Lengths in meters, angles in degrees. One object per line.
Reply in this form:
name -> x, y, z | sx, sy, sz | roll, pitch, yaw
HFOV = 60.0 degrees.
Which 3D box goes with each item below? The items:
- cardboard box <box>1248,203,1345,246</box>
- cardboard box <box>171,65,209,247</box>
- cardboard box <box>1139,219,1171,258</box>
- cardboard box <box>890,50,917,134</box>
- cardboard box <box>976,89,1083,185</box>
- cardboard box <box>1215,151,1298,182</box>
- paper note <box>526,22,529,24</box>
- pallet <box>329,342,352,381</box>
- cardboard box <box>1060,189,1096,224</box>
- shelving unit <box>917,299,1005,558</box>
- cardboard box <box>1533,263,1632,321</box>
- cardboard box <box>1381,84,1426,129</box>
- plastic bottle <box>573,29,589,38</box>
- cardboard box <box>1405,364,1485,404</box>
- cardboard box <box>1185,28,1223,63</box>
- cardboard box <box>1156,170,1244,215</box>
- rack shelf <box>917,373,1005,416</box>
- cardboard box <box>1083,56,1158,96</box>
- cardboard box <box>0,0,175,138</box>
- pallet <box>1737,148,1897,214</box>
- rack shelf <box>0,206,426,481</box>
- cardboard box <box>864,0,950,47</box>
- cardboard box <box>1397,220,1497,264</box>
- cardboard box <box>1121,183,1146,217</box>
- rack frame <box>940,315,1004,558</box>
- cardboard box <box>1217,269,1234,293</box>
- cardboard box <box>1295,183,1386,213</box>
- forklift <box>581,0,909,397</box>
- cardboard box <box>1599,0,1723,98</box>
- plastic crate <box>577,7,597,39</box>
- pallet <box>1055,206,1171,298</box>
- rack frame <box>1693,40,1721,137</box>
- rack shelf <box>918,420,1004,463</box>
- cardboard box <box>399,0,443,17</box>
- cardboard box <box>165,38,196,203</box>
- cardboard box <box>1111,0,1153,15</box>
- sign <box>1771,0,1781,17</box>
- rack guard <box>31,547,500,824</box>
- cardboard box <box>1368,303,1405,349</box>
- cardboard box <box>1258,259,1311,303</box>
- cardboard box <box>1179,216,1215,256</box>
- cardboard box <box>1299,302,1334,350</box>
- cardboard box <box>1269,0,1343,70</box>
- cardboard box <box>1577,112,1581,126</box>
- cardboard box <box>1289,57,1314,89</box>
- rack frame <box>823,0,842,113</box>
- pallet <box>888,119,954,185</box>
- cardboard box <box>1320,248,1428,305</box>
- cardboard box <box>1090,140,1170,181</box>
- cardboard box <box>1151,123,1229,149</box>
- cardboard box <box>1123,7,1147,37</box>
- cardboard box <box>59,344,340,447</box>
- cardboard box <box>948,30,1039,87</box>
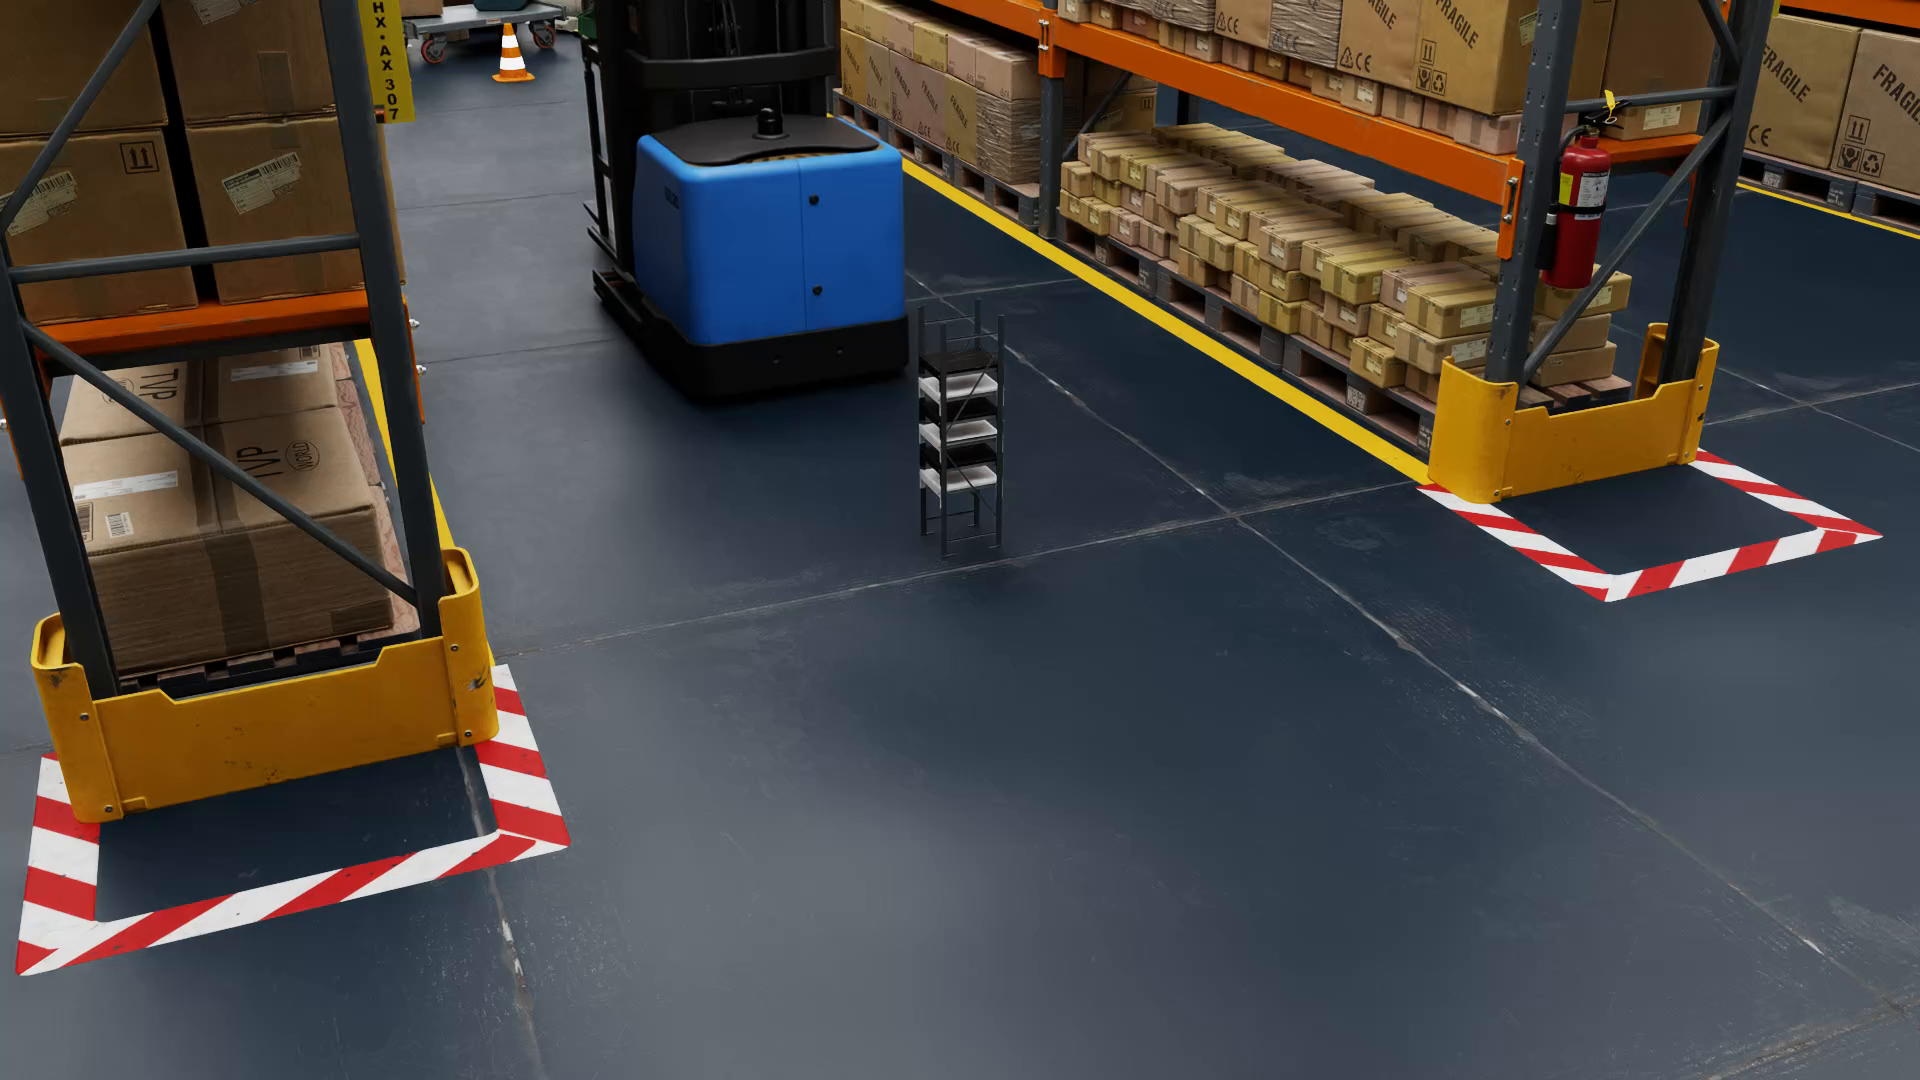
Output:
cardboard box -> 1.614, -1.497, 7.990 | 0.380, 0.149, 0.250 | -12, 28, -22
cardboard box -> -2.144, -1.215, 5.205 | 0.500, 0.500, 0.500 | -11, 28, -21
cardboard box -> 1.194, -1.646, 8.973 | 0.380, 0.149, 0.250 | -11, 28, -22
cardboard box -> -0.166, -3.175, 11.705 | 0.500, 0.500, 0.500 | -11, 28, -22
cardboard box -> 0.431, -2.554, 10.433 | 0.500, 0.500, 0.500 | -11, 28, -22
cardboard box -> 1.602, -1.995, 9.011 | 0.380, 0.149, 0.250 | -10, 28, -19
paper note -> -4.396, -5.359, 17.200 | 0.172, 0.023, 0.155 | -1, 26, -3
pallet -> -3.337, -0.768, 7.583 | 1.003, 0.211, 1.213 | -11, 28, -21
cardboard box -> 0.799, -1.939, 9.572 | 0.380, 0.149, 0.250 | -12, 28, -23
shelving unit -> 0.003, -0.401, 6.046 | 0.258, 0.900, 0.210 | -11, 28, -21
cardboard box -> 2.626, -1.063, 7.101 | 0.380, 0.149, 0.250 | -12, 28, -23
cardboard box -> 1.956, -1.794, 6.792 | 0.380, 0.149, 0.250 | -11, 28, -21
plastic bottle -> -3.677, -4.995, 16.410 | 0.283, 0.061, 0.133 | 18, 31, 33
cardboard box -> 2.121, -0.703, 7.041 | 0.380, 0.149, 0.250 | -10, 28, -20
cardboard box -> 1.323, -2.426, 8.087 | 0.380, 0.149, 0.250 | -9, 28, -18
cardboard box -> 1.242, -1.800, 8.611 | 0.380, 0.149, 0.250 | -10, 28, -19
rack shelf -> 0.003, -0.533, 5.981 | 0.258, 0.077, 0.200 | -11, 28, -21
cardboard box -> 0.906, -2.979, 10.449 | 0.500, 0.250, 0.500 | -12, 28, -23
cardboard box -> -2.404, -1.375, 4.394 | 0.500, 0.500, 0.500 | -10, 28, -19
pallet -> 5.782, -2.471, 11.071 | 1.003, 0.211, 1.213 | -11, 28, -21
rack shelf -> -2.779, -1.211, 6.132 | 1.077, 0.370, 4.000 | -11, 28, -21
cardboard box -> -0.368, -3.726, 11.978 | 0.500, 0.250, 0.500 | -11, 28, -21
cardboard box -> 2.254, -1.363, 7.716 | 0.380, 0.149, 0.250 | -12, 28, -23
cardboard box -> 1.110, -1.894, 9.143 | 0.380, 0.149, 0.250 | -11, 28, -21
rack frame -> 0.043, -0.360, 5.962 | 0.240, 0.900, 0.006 | -11, 28, -21
cardboard box -> 1.518, -1.329, 8.324 | 0.380, 0.149, 0.250 | -10, 28, -19
cardboard box -> 1.906, -1.676, 8.357 | 0.380, 0.149, 0.250 | -11, 28, -20
forklift -> -1.300, -2.575, 8.182 | 1.130, 2.935, 3.031 | -11, 28, -21
cardboard box -> 2.597, -2.026, 6.527 | 0.500, 0.500, 0.500 | -9, 28, -18
plastic crate -> -3.454, -5.070, 16.355 | 0.450, 0.188, 0.662 | 12, 27, 2
pallet -> 1.248, -1.715, 9.522 | 1.003, 0.211, 1.213 | -11, 28, -21
rack frame -> 5.556, -4.045, 11.115 | 1.000, 3.000, 0.127 | -11, 28, -21
rack shelf -> 0.003, -0.371, 6.060 | 0.258, 0.077, 0.200 | -11, 28, -21
cardboard box -> -5.070, -5.106, 15.276 | 0.500, 0.500, 0.500 | -11, 28, -21
cardboard box -> -2.822, -1.332, 5.446 | 0.500, 0.500, 0.500 | -10, 28, -19
cardboard box -> 1.115, -2.970, 8.461 | 0.500, 0.500, 0.500 | -11, 28, -21
sign -> 3.018, -2.101, 6.147 | 0.100, 0.325, 0.005 | -11, 28, -21
rack guard -> -1.987, 0.406, 4.849 | 1.175, 0.500, 0.348 | -11, 28, -21
cardboard box -> 1.997, -0.938, 7.185 | 0.380, 0.149, 0.250 | -11, 28, -22
cardboard box -> 1.630, -1.240, 7.803 | 0.380, 0.149, 0.250 | -10, 28, -20
cardboard box -> 1.340, -1.557, 8.452 | 0.380, 0.149, 0.250 | -11, 28, -21
cardboard box -> 1.794, -1.008, 7.666 | 0.380, 0.149, 0.250 | -10, 28, -20
cardboard box -> 1.702, -2.346, 7.183 | 0.500, 0.500, 0.500 | -10, 28, -20
cardboard box -> 2.556, -1.788, 6.780 | 0.380, 0.149, 0.250 | -10, 28, -19
cardboard box -> 1.708, -2.124, 7.467 | 0.380, 0.149, 0.250 | -12, 28, -23
rack frame -> -0.614, -4.848, 12.761 | 1.000, 3.000, 0.127 | -11, 28, -21
pallet -> 0.165, -2.787, 11.718 | 1.003, 0.211, 1.213 | -11, 28, -21
cardboard box -> 1.815, -1.158, 7.295 | 0.380, 0.149, 0.250 | -11, 28, -22
cardboard box -> 0.950, -2.112, 9.250 | 0.380, 0.149, 0.250 | -9, 27, -18
cardboard box -> 1.331, -2.309, 9.653 | 0.380, 0.149, 0.250 | -10, 28, -19
cardboard box -> 1.085, -2.760, 8.769 | 0.380, 0.149, 0.250 | -12, 28, -23
cardboard box -> -2.713, -0.382, 6.055 | 0.875, 0.438, 0.875 | -10, 28, -19
cardboard box -> 0.239, -3.103, 10.701 | 0.500, 0.250, 0.500 | -9, 28, -18
